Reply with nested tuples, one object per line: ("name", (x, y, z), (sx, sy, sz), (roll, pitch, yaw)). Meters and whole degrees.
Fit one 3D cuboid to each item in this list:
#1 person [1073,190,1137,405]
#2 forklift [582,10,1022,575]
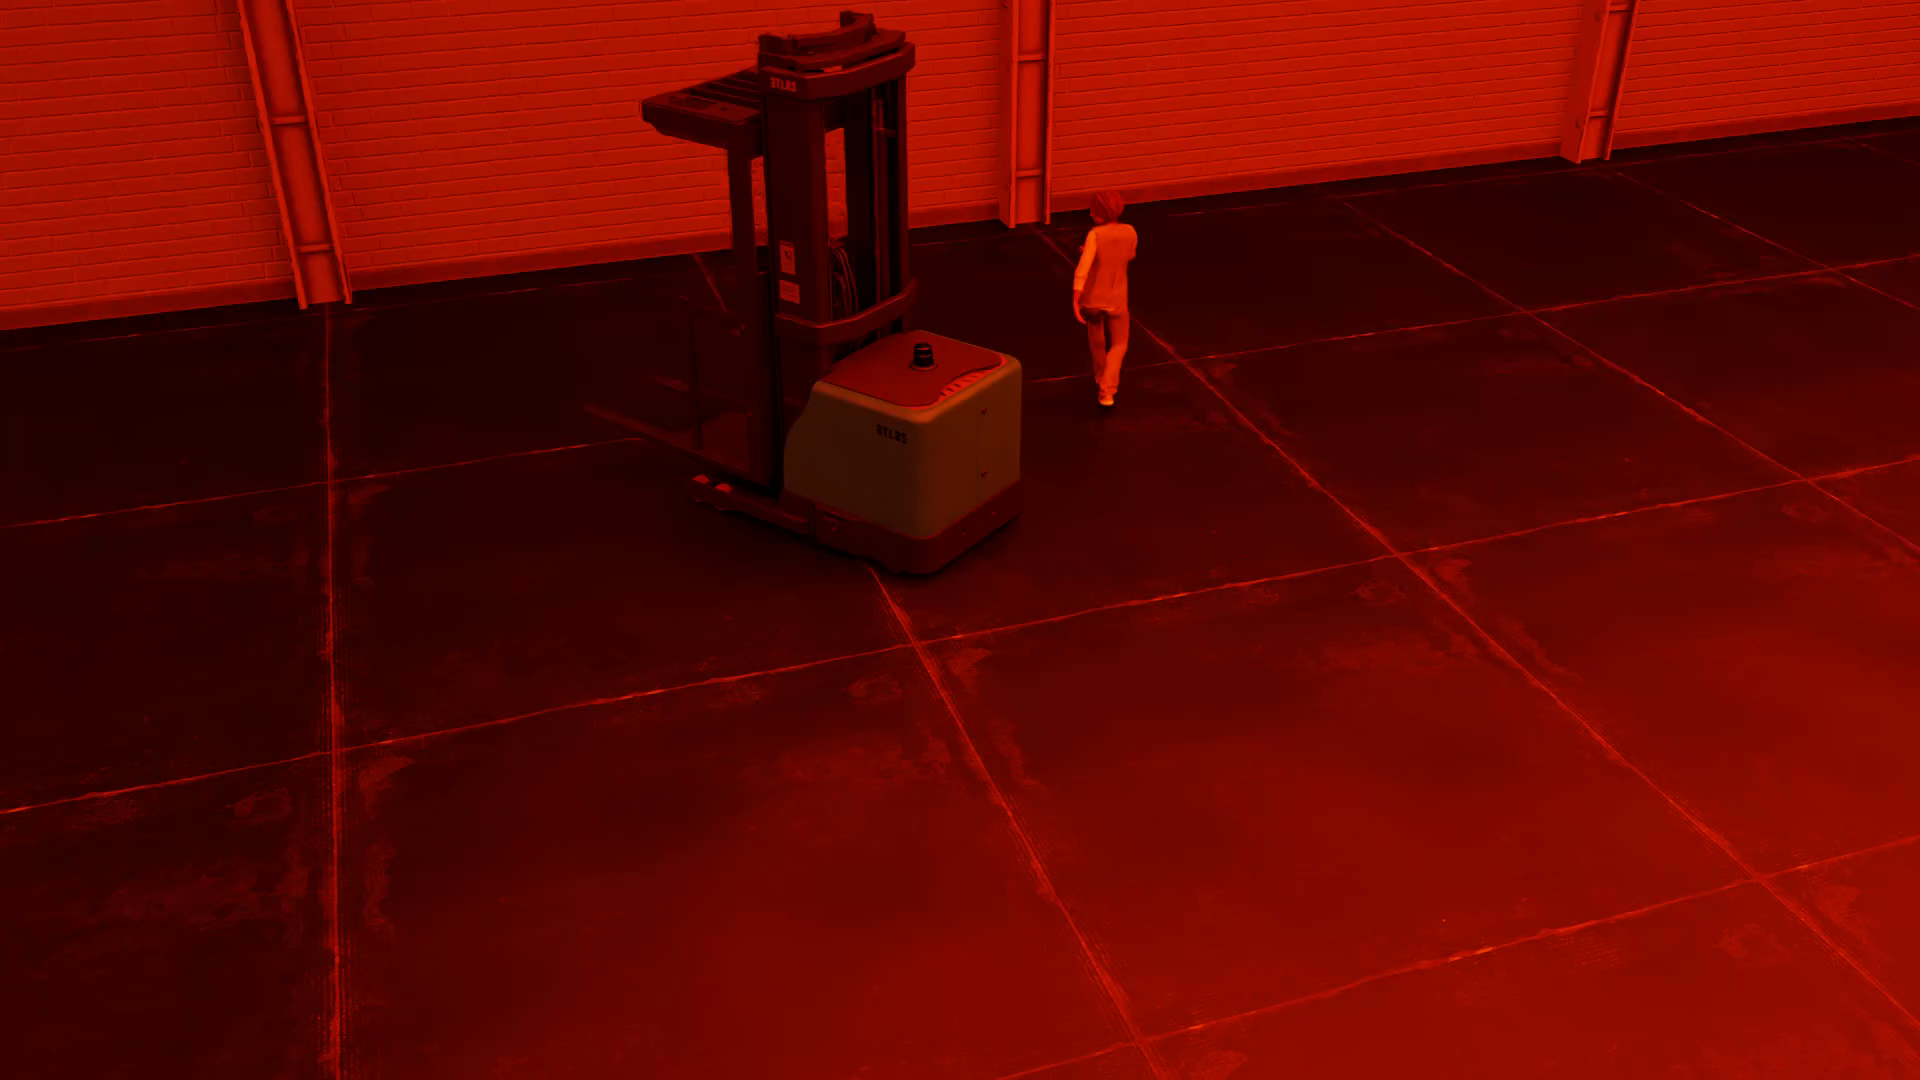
("person", (0.986, -1.673, 11.450), (0.438, 1.521, 0.797), (1, 30, 2))
("forklift", (-1.111, -1.644, 9.944), (3.031, 2.935, 1.130), (20, 35, 31))
